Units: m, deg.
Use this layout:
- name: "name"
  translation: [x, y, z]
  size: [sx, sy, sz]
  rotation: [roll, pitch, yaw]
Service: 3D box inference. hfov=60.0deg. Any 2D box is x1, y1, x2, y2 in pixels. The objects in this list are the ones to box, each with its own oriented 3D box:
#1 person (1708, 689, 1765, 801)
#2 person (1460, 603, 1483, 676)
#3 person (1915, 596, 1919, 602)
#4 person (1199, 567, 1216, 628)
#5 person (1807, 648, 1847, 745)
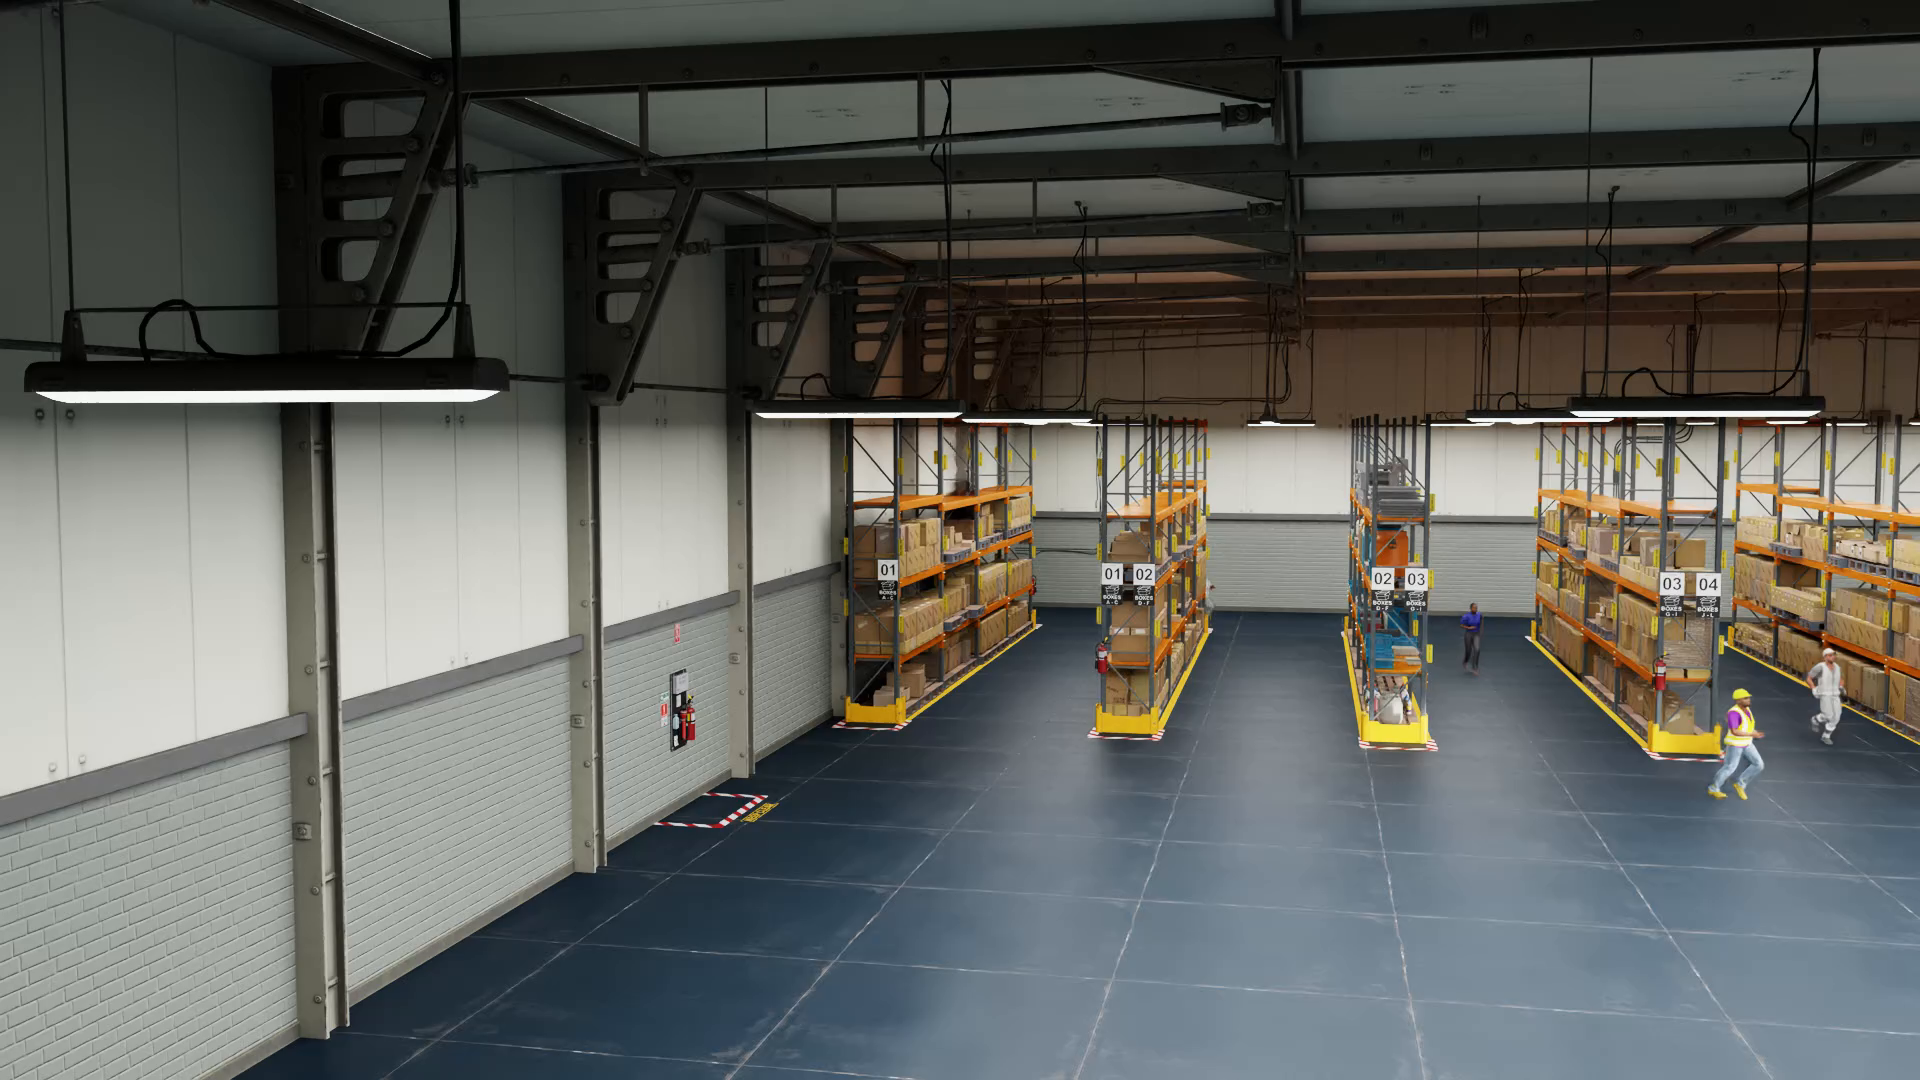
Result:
- name: "person"
  translation: [11.975, 3.136, 25.518]
  size: [0.715, 1.735, 0.848]
  rotation: [-3, 5, -37]
- name: "person"
  translation: [12.018, 2.306, 39.066]
  size: [0.600, 1.692, 0.924]
  rotation: [0, 4, -1]
- name: "person"
  translation: [25.507, 2.034, 44.012]
  size: [0.598, 1.540, 0.522]
  rotation: [0, 4, 4]
- name: "person"
  translation: [7.011, 1.663, 48.073]
  size: [0.753, 1.798, 0.702]
  rotation: [1, 4, 17]
- name: "person"
  translation: [15.838, 2.842, 30.380]
  size: [0.657, 1.748, 0.596]
  rotation: [0, 4, -7]
